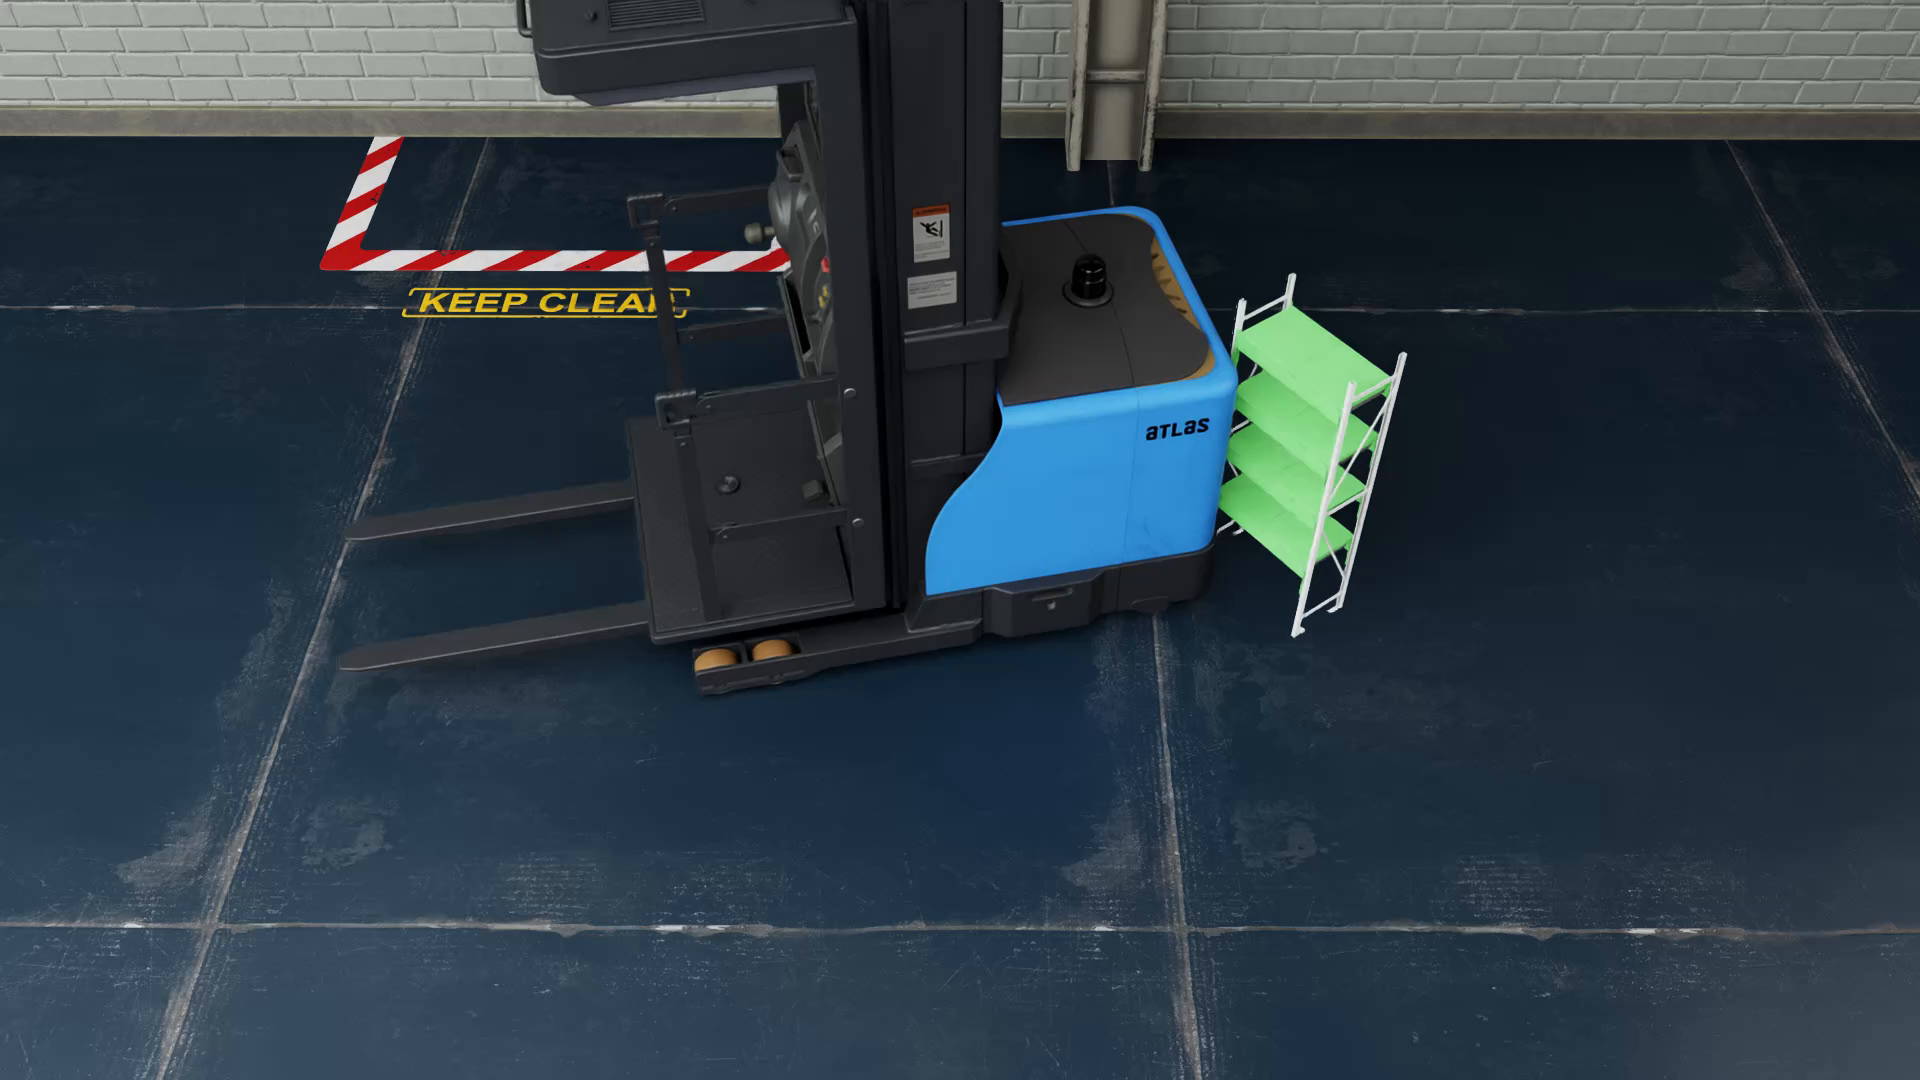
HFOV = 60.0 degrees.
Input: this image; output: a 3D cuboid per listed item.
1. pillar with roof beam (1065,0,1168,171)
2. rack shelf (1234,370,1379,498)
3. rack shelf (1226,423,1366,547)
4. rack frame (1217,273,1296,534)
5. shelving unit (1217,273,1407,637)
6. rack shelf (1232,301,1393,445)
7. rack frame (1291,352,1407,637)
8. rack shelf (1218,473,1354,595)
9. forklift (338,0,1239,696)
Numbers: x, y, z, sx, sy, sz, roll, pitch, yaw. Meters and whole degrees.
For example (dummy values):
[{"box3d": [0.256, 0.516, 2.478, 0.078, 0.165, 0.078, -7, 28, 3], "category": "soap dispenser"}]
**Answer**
[{"box3d": [0.692, -1.777, 1.756, 0.400, 9.000, 9.100, 0, 47, 0], "category": "pillar with roof beam"}, {"box3d": [1.139, -0.382, 5.545, 0.258, 0.148, 0.480, -28, 53, -24], "category": "rack shelf"}, {"box3d": [1.139, -0.218, 5.721, 0.258, 0.148, 0.480, -28, 53, -24], "category": "rack shelf"}, {"box3d": [0.994, -0.406, 5.808, 0.240, 1.200, 0.015, -28, 53, -24], "category": "rack frame"}, {"box3d": [1.139, -0.262, 5.674, 0.258, 1.200, 0.503, -28, 53, -24], "category": "shelving unit"}, {"box3d": [1.139, -0.545, 5.369, 0.258, 0.148, 0.480, -28, 53, -24], "category": "rack shelf"}, {"box3d": [1.283, -0.118, 5.540, 0.240, 1.200, 0.015, -28, 53, -24], "category": "rack frame"}, {"box3d": [1.139, -0.055, 5.896, 0.258, 0.148, 0.480, -28, 53, -24], "category": "rack shelf"}, {"box3d": [-0.666, -0.892, 5.078, 3.031, 2.935, 1.130, -9, 48, -8], "category": "forklift"}]
